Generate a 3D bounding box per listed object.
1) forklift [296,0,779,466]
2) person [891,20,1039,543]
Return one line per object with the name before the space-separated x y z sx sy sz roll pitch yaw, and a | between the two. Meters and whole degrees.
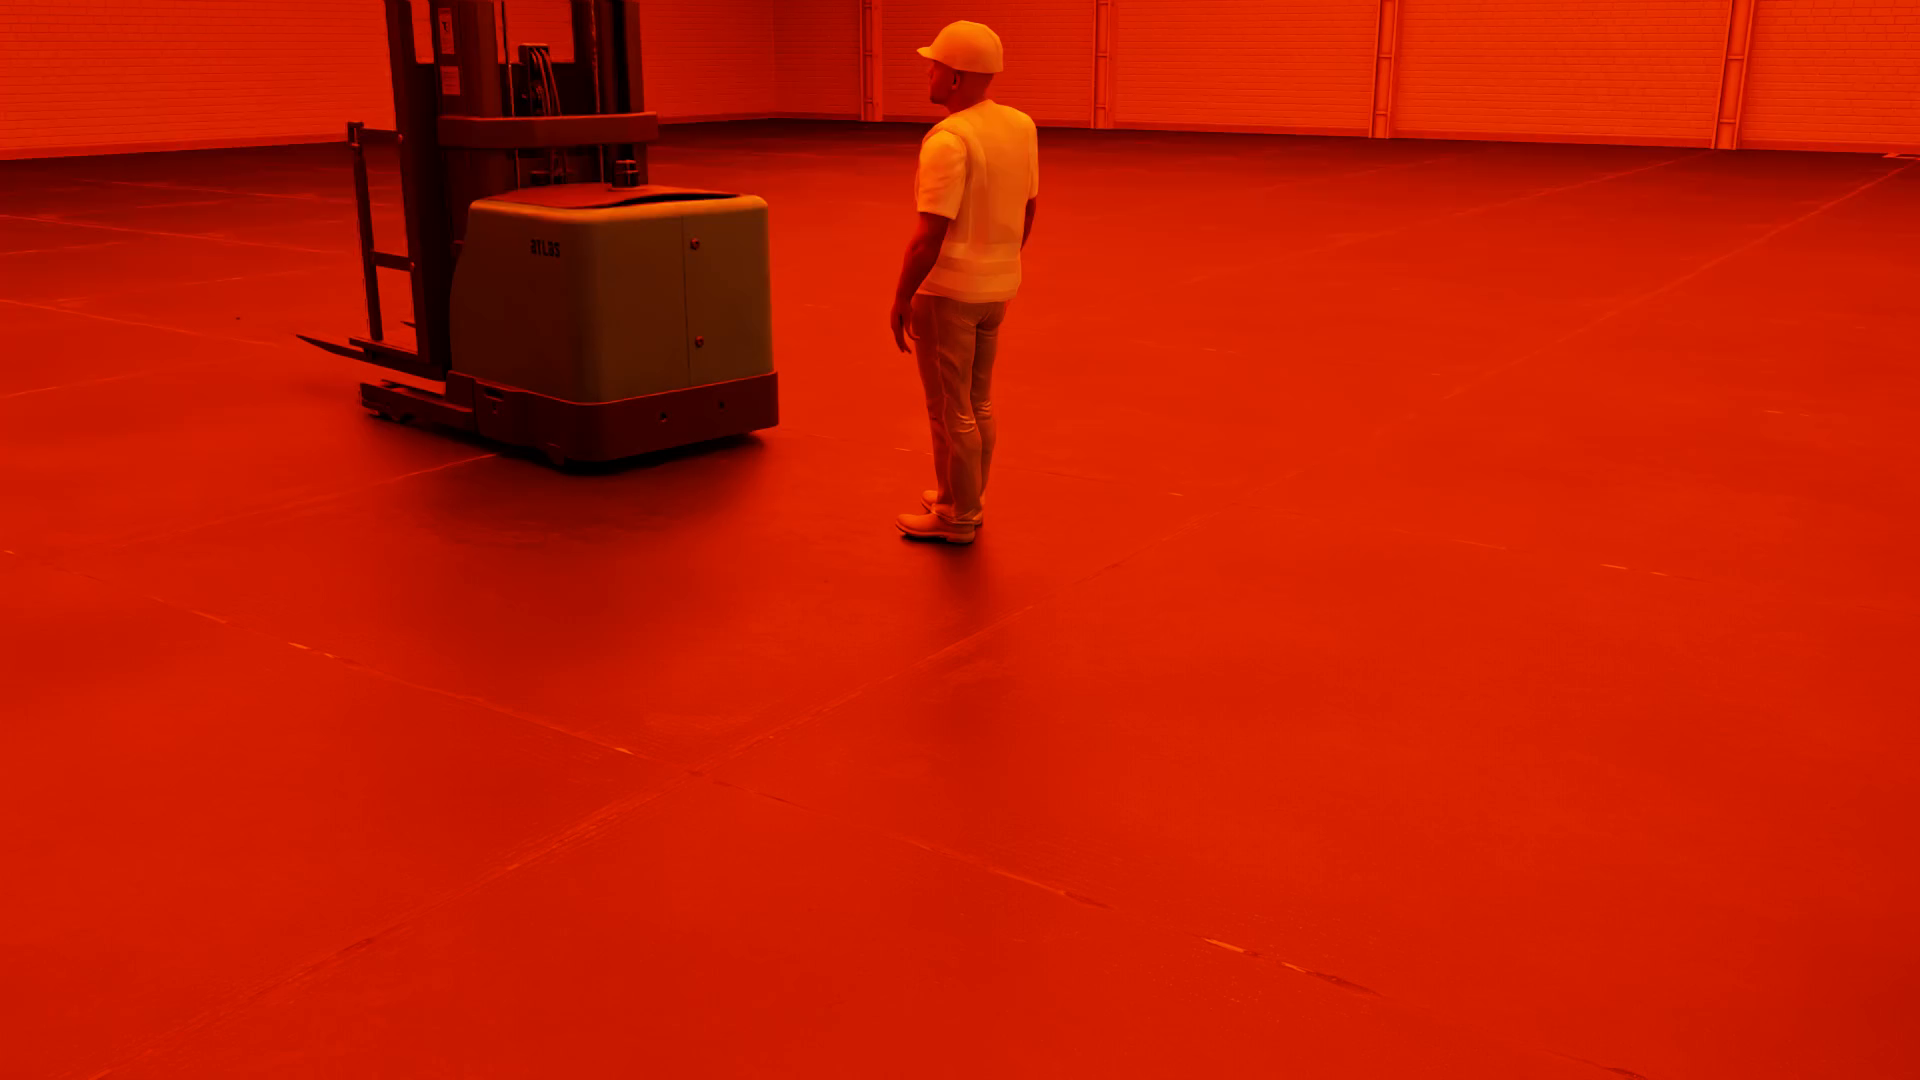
forklift | -2.213 -2.050 7.688 3.031 2.935 1.130 16 23 42
person | -0.054 -0.866 5.736 0.575 1.768 0.665 11 20 33
